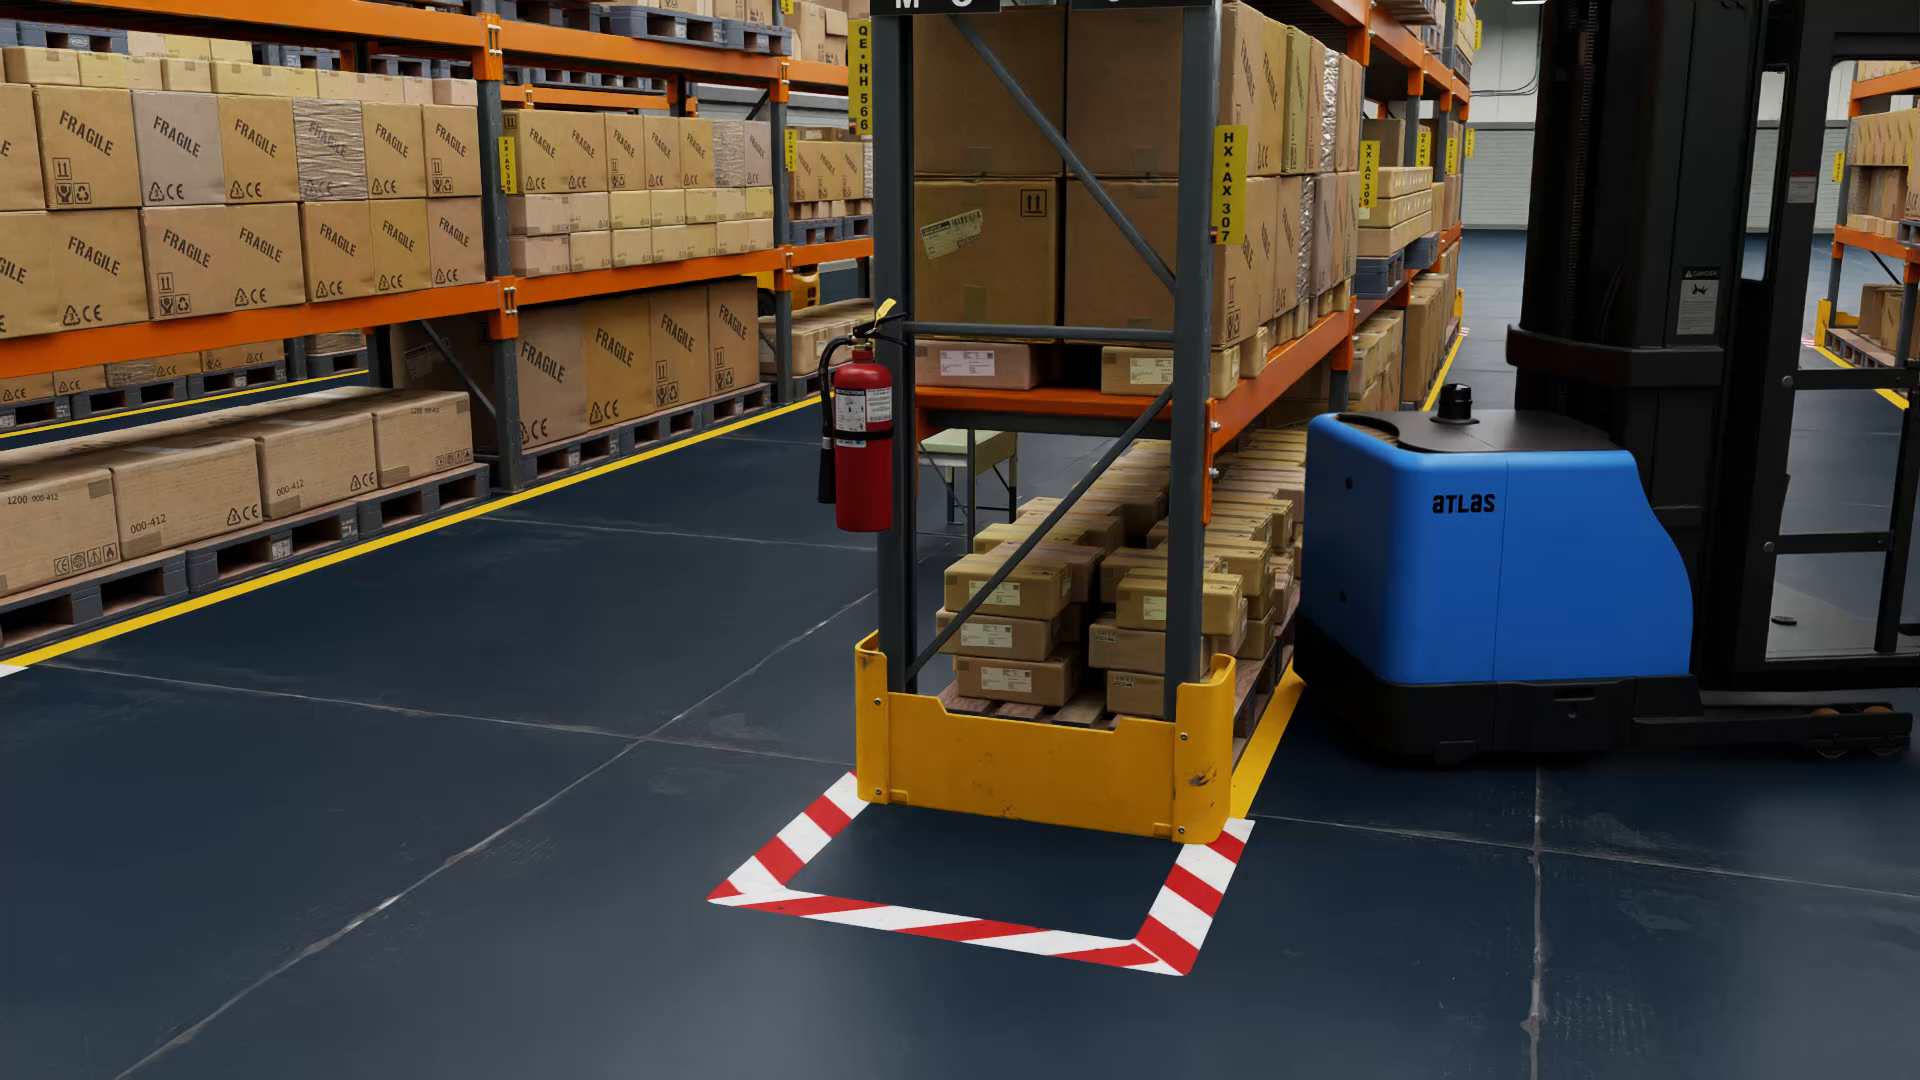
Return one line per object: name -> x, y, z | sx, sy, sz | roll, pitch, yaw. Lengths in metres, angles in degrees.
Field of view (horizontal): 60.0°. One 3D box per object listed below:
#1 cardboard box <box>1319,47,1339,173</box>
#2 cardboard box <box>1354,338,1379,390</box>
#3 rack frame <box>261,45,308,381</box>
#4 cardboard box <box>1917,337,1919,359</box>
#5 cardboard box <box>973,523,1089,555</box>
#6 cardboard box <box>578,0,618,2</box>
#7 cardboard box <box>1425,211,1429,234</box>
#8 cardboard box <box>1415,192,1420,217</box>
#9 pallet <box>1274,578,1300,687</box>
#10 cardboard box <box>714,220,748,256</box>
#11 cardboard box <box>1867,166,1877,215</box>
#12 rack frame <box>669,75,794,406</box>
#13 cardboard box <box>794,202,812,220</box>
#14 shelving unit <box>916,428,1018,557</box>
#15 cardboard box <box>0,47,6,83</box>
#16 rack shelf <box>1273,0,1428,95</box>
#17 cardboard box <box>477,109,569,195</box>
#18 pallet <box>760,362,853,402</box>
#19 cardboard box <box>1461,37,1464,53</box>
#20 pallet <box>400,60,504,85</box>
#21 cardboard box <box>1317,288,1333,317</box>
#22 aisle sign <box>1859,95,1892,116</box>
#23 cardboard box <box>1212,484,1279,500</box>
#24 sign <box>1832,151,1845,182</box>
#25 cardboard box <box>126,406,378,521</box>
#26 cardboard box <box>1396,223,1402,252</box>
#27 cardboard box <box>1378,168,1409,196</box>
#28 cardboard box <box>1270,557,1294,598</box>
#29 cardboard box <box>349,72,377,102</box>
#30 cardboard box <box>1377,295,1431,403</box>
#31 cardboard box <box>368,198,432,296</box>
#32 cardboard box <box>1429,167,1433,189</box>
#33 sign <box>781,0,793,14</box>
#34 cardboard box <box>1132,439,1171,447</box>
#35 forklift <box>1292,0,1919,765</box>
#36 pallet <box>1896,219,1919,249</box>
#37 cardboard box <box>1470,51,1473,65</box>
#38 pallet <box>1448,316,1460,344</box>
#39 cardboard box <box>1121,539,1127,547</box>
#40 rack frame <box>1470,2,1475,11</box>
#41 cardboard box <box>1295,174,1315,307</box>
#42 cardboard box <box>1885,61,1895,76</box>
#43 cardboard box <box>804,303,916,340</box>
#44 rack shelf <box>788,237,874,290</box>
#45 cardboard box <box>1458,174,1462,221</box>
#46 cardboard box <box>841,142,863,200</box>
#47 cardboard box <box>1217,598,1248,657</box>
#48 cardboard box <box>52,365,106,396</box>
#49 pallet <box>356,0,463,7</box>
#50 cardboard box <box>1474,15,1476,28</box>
cardboard box -> 1.291, -1.796, 6.975 | 0.500, 0.500, 0.500 | 5, 14, 20
cardboard box -> 2.187, -1.050, 9.834 | 0.500, 0.250, 0.500 | 5, 14, 20
rack frame -> -6.592, -2.983, 15.316 | 1.000, 3.000, 0.127 | 4, 14, 18
cardboard box -> 8.945, -1.822, 14.906 | 0.500, 0.500, 0.500 | 4, 13, 17
cardboard box -> 0.265, 0.046, 6.171 | 0.380, 0.149, 0.250 | 4, 13, 17
cardboard box -> -2.447, -3.579, 10.766 | 0.380, 0.166, 0.250 | 3, 13, 15
cardboard box -> 3.016, -2.184, 11.438 | 0.380, 0.149, 0.250 | 4, 14, 18
cardboard box -> 2.678, -2.110, 10.444 | 0.380, 0.149, 0.250 | 5, 14, 20
pallet -> 0.952, 0.312, 7.146 | 1.003, 0.211, 1.213 | 4, 14, 18
cardboard box -> -1.962, -2.319, 12.746 | 0.500, 0.250, 0.500 | 5, 14, 19
cardboard box -> 9.819, -3.563, 16.966 | 0.875, 0.500, 0.500 | 4, 14, 18
rack frame -> -1.894, -2.626, 13.754 | 1.000, 3.000, 0.127 | 4, 14, 18
cardboard box -> -1.489, -2.821, 14.226 | 0.380, 0.149, 0.250 | 3, 13, 15
shelving unit -> 0.002, -0.733, 8.827 | 0.431, 1.500, 0.755 | 4, 14, 18
cardboard box -> -4.088, -1.910, 6.684 | 0.380, 0.149, 0.250 | 5, 14, 20
rack shelf -> 2.176, -2.982, 10.187 | 1.077, 0.370, 4.000 | 4, 14, 18
cardboard box -> -2.774, -2.392, 10.257 | 0.500, 0.500, 0.500 | 5, 14, 19
pallet -> -1.640, -1.431, 14.785 | 1.003, 0.211, 1.213 | 4, 14, 18
cardboard box -> 4.884, -4.993, 16.780 | 0.380, 0.149, 0.250 | 4, 13, 17
pallet -> -5.571, -5.008, 17.876 | 0.805, 0.209, 1.217 | 4, 13, 16
cardboard box -> 1.534, -1.136, 7.787 | 0.380, 0.149, 0.250 | 5, 14, 21
aisle sign -> 9.808, -4.899, 17.870 | 0.394, 0.787, 0.004 | 4, 14, 18
cardboard box -> 1.123, -0.136, 6.969 | 0.380, 0.149, 0.250 | 4, 14, 19
sign -> 9.558, -4.058, 18.082 | 0.100, 0.325, 0.005 | 4, 14, 18
cardboard box -> -3.782, -0.427, 8.931 | 0.875, 0.438, 0.875 | 4, 13, 17
cardboard box -> 2.260, -1.692, 9.282 | 0.380, 0.149, 0.250 | 4, 14, 19
cardboard box -> 2.344, -2.036, 9.453 | 0.380, 0.149, 0.250 | 4, 14, 18
cardboard box -> 1.194, 0.164, 6.990 | 0.380, 0.149, 0.250 | 4, 14, 18
cardboard box -> -3.329, -2.395, 8.810 | 0.380, 0.149, 0.250 | 4, 14, 18
cardboard box -> 3.105, -1.521, 13.023 | 1.050, 0.750, 0.750 | 4, 14, 18
cardboard box -> -3.257, -1.608, 9.068 | 0.500, 0.500, 0.500 | 4, 13, 17
cardboard box -> 3.098, -2.527, 11.604 | 0.380, 0.149, 0.250 | 4, 13, 16
sign -> -1.371, -4.338, 13.171 | 0.100, 0.325, 0.005 | 4, 14, 18
cardboard box -> 1.076, -0.443, 8.312 | 0.380, 0.149, 0.250 | 5, 14, 21
forklift -> 2.844, -0.797, 5.893 | 3.031, 2.935, 1.130 | -2, 13, -7
pallet -> 8.392, -2.511, 13.680 | 1.003, 0.211, 1.213 | 4, 14, 18
cardboard box -> 5.624, -5.475, 18.888 | 0.380, 0.149, 0.250 | 4, 14, 18
pallet -> 5.226, -2.442, 19.214 | 1.003, 0.211, 1.213 | 4, 14, 18
cardboard box -> 0.457, 0.082, 6.682 | 0.380, 0.149, 0.250 | 5, 14, 19
rack frame -> 5.411, -6.900, 18.998 | 1.000, 3.000, 0.127 | 4, 14, 18
cardboard box -> 1.120, -1.200, 6.610 | 0.500, 0.500, 0.500 | 4, 13, 17
cardboard box -> 9.182, -4.581, 15.912 | 0.500, 0.250, 0.500 | 5, 14, 20
cardboard box -> -0.996, -2.130, 16.541 | 0.950, 0.372, 0.625 | 5, 14, 22
rack shelf -> -1.247, -2.697, 15.679 | 1.077, 0.370, 4.000 | 4, 14, 18
cardboard box -> 5.334, -3.967, 19.292 | 0.875, 0.550, 0.550 | 4, 14, 18
cardboard box -> -1.202, -3.325, 14.980 | 0.500, 0.500, 0.500 | 5, 14, 19
cardboard box -> 0.789, 0.288, 5.780 | 0.380, 0.149, 0.250 | 4, 14, 18
cardboard box -> -7.188, -1.430, 13.186 | 0.500, 0.500, 0.500 | 4, 13, 17
pallet -> -3.463, -3.032, 8.989 | 1.003, 0.211, 1.213 | 4, 14, 18
cardboard box -> 5.623, -5.862, 18.795 | 0.380, 0.149, 0.250 | 4, 14, 19
